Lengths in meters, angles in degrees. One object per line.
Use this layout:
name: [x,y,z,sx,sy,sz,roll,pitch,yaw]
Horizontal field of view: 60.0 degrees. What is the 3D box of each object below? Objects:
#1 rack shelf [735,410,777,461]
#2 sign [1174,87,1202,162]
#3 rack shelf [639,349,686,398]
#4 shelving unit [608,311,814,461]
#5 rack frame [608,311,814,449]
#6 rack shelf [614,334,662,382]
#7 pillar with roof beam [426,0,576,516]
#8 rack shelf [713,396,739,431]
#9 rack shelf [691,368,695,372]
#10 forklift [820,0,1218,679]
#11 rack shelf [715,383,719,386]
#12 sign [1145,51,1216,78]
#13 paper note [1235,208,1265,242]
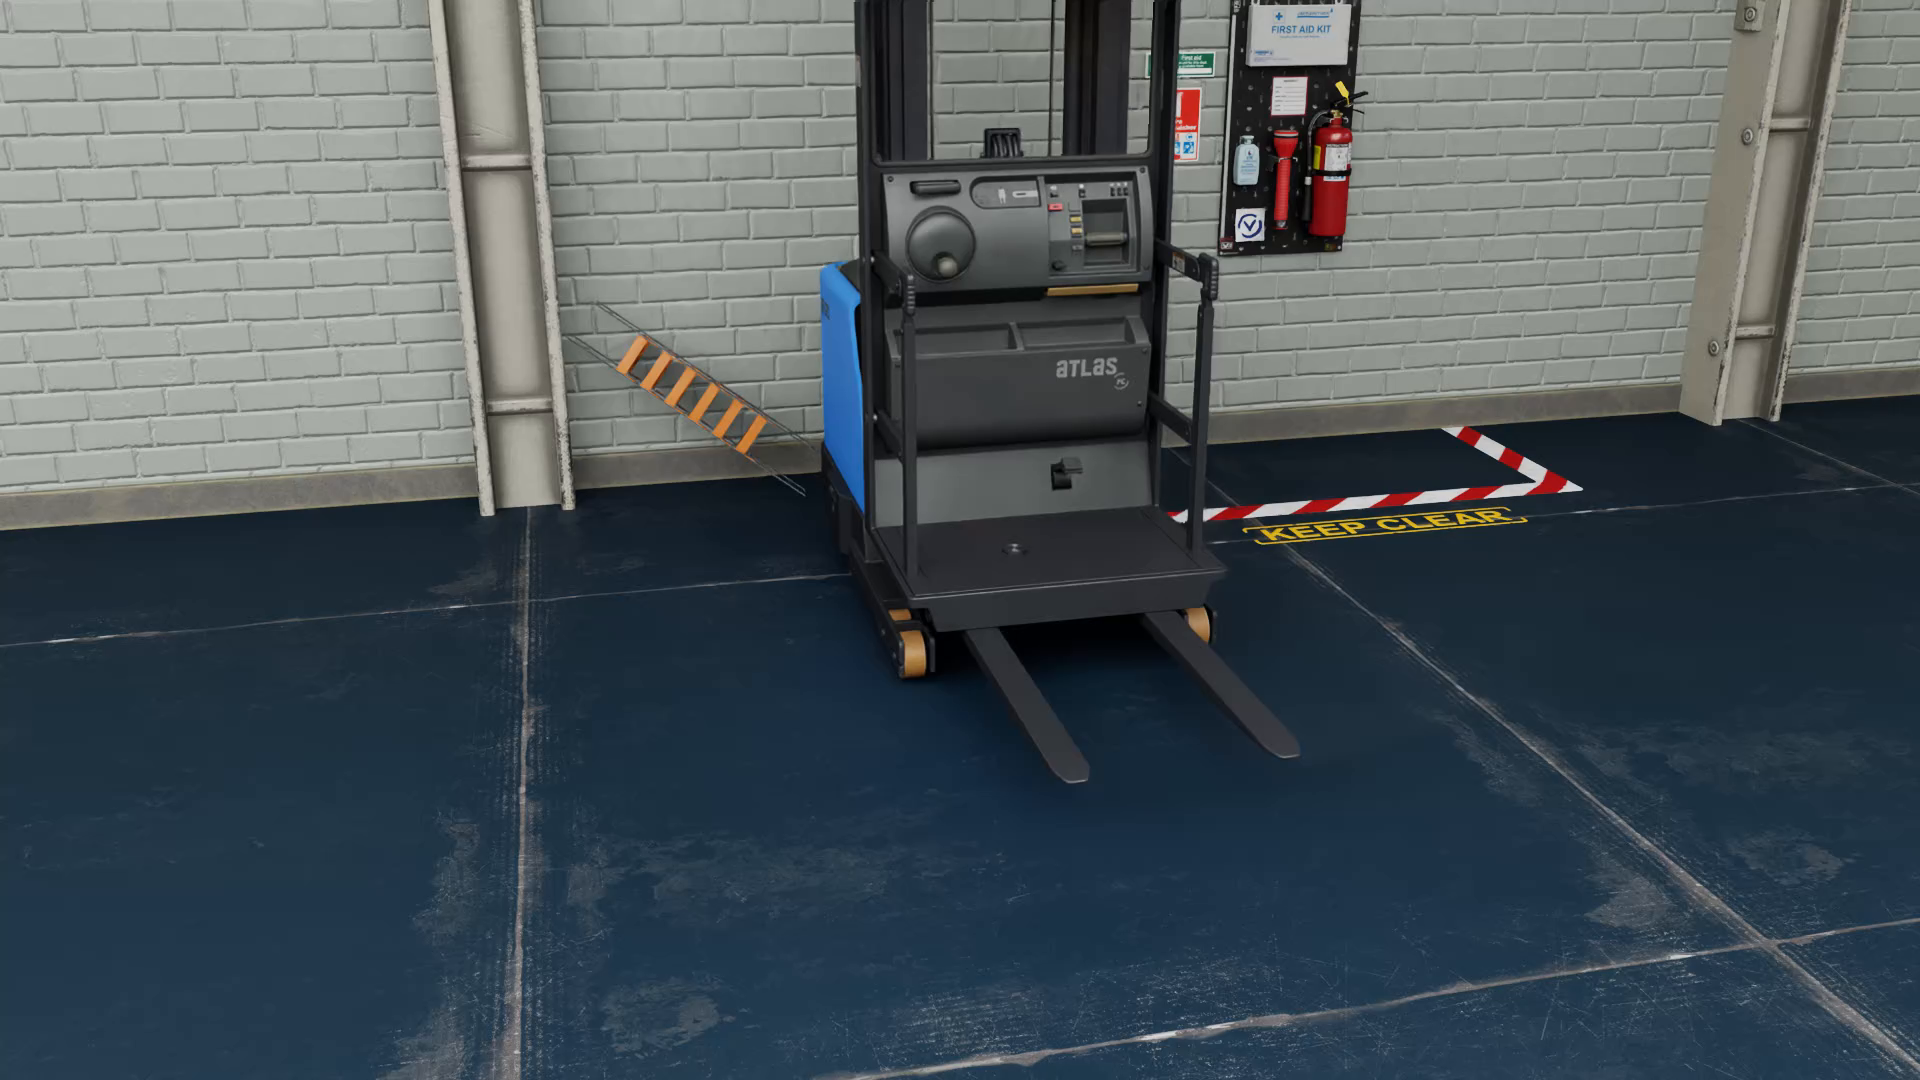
rack shelf: [-0.885,-0.456,7.230,0.103,0.180,0.258,34,4,-10]
sign: [10.192,-0.621,4.008,16.451,0.391,11.513,-5,21,-12]
rack shelf: [-1.278,-0.719,7.149,0.103,0.180,0.258,34,4,-10]
shelving unit: [-1.117,-0.613,7.182,1.046,0.183,0.258,34,4,-10]
rack frame: [-1.066,-0.687,7.176,1.046,0.002,0.228,34,4,-10]
rack shelf: [-1.376,-0.785,7.129,0.103,0.180,0.258,34,4,-10]
pillar with roof beam: [-0.896,-2.954,1.795,0.400,9.000,9.100,-5,21,-12]
rack shelf: [-1.006,-0.537,7.205,0.034,0.171,0.221,34,4,-10]
rack shelf: [-1.196,-0.664,7.166,0.020,0.166,0.199,34,4,-10]
forklift: [0.256,-1.056,5.436,1.130,2.935,3.031,-5,21,-13]
rack shelf: [-1.098,-0.599,7.186,0.020,0.166,0.199,34,4,-10]
sign: [0.984,-2.124,7.429,0.331,0.109,0.001,-5,21,-12]
paper note: [1.351,-1.465,7.735,0.142,0.148,0.016,-5,21,-12]
